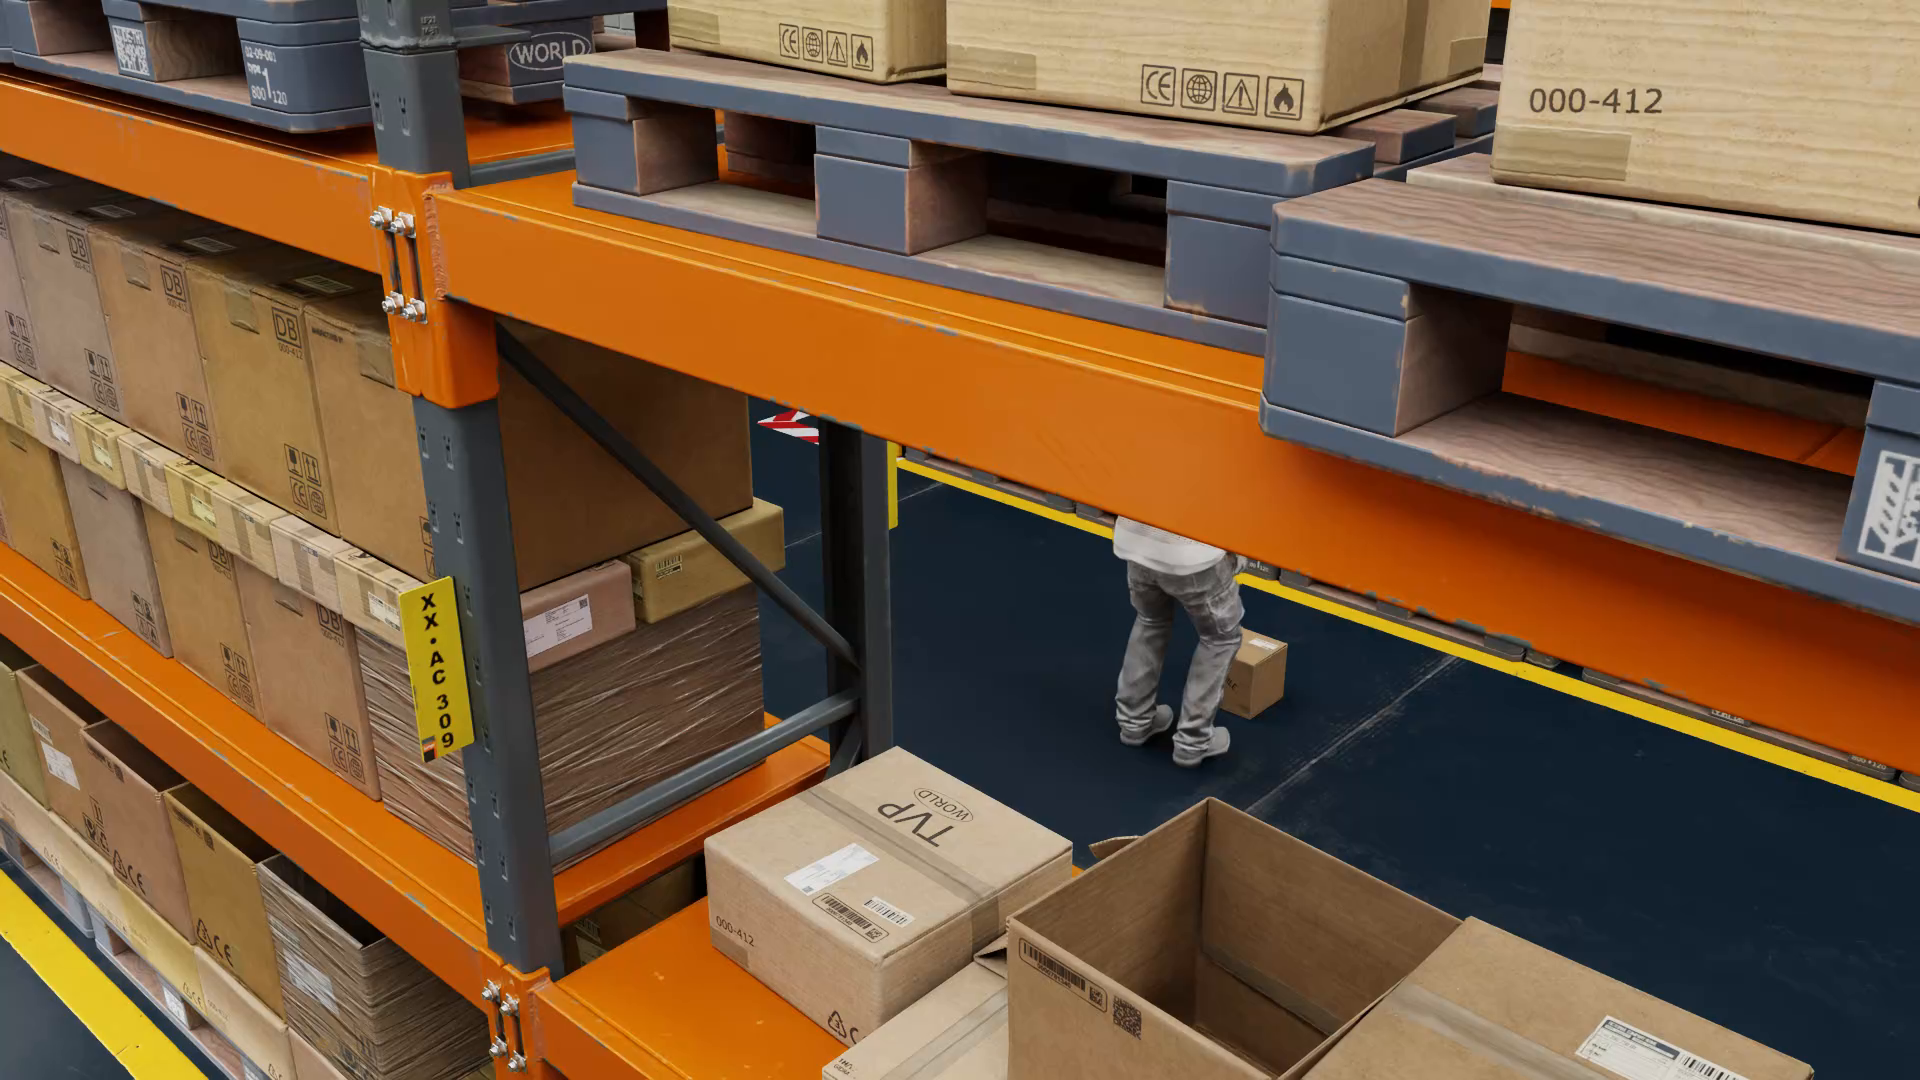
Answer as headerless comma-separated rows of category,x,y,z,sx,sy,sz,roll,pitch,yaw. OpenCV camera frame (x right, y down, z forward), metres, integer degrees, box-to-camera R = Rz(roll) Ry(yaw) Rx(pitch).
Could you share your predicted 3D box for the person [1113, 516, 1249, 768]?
person,0.811,0.005,6.179,0.584,1.696,0.517,21,31,39
